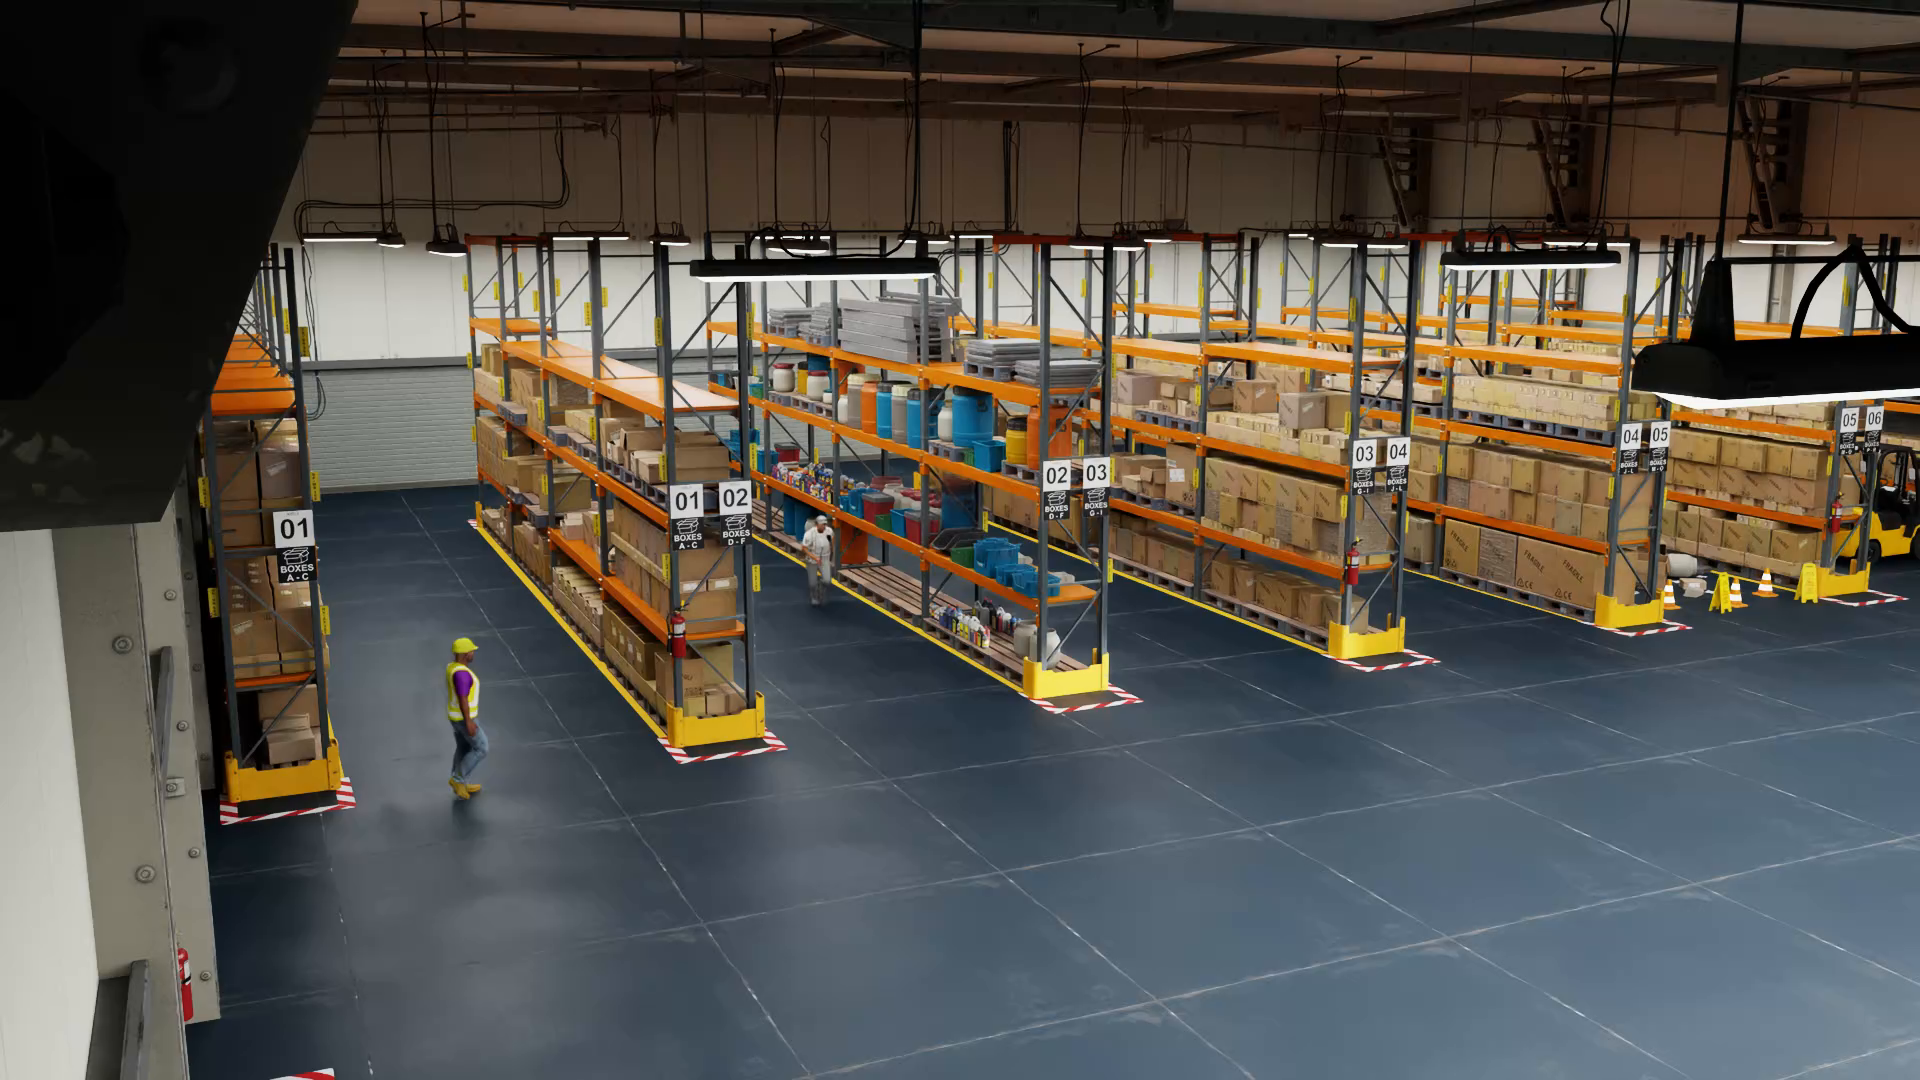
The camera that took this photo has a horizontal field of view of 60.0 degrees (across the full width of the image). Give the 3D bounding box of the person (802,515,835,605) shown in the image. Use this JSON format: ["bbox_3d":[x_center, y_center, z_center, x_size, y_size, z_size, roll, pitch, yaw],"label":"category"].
[{"bbox_3d":[-2.314,0.336,27.272,0.596,1.568,0.743,-3,11,-13],"label":"person"}]

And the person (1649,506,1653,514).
[{"bbox_3d":[14.393,-1.185,34.752,0.628,1.728,0.728,-10,15,-41],"label":"person"}]

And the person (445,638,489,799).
[{"bbox_3d":[-5.465,1.953,18.348,0.449,1.765,0.607,-5,12,-22],"label":"person"}]
